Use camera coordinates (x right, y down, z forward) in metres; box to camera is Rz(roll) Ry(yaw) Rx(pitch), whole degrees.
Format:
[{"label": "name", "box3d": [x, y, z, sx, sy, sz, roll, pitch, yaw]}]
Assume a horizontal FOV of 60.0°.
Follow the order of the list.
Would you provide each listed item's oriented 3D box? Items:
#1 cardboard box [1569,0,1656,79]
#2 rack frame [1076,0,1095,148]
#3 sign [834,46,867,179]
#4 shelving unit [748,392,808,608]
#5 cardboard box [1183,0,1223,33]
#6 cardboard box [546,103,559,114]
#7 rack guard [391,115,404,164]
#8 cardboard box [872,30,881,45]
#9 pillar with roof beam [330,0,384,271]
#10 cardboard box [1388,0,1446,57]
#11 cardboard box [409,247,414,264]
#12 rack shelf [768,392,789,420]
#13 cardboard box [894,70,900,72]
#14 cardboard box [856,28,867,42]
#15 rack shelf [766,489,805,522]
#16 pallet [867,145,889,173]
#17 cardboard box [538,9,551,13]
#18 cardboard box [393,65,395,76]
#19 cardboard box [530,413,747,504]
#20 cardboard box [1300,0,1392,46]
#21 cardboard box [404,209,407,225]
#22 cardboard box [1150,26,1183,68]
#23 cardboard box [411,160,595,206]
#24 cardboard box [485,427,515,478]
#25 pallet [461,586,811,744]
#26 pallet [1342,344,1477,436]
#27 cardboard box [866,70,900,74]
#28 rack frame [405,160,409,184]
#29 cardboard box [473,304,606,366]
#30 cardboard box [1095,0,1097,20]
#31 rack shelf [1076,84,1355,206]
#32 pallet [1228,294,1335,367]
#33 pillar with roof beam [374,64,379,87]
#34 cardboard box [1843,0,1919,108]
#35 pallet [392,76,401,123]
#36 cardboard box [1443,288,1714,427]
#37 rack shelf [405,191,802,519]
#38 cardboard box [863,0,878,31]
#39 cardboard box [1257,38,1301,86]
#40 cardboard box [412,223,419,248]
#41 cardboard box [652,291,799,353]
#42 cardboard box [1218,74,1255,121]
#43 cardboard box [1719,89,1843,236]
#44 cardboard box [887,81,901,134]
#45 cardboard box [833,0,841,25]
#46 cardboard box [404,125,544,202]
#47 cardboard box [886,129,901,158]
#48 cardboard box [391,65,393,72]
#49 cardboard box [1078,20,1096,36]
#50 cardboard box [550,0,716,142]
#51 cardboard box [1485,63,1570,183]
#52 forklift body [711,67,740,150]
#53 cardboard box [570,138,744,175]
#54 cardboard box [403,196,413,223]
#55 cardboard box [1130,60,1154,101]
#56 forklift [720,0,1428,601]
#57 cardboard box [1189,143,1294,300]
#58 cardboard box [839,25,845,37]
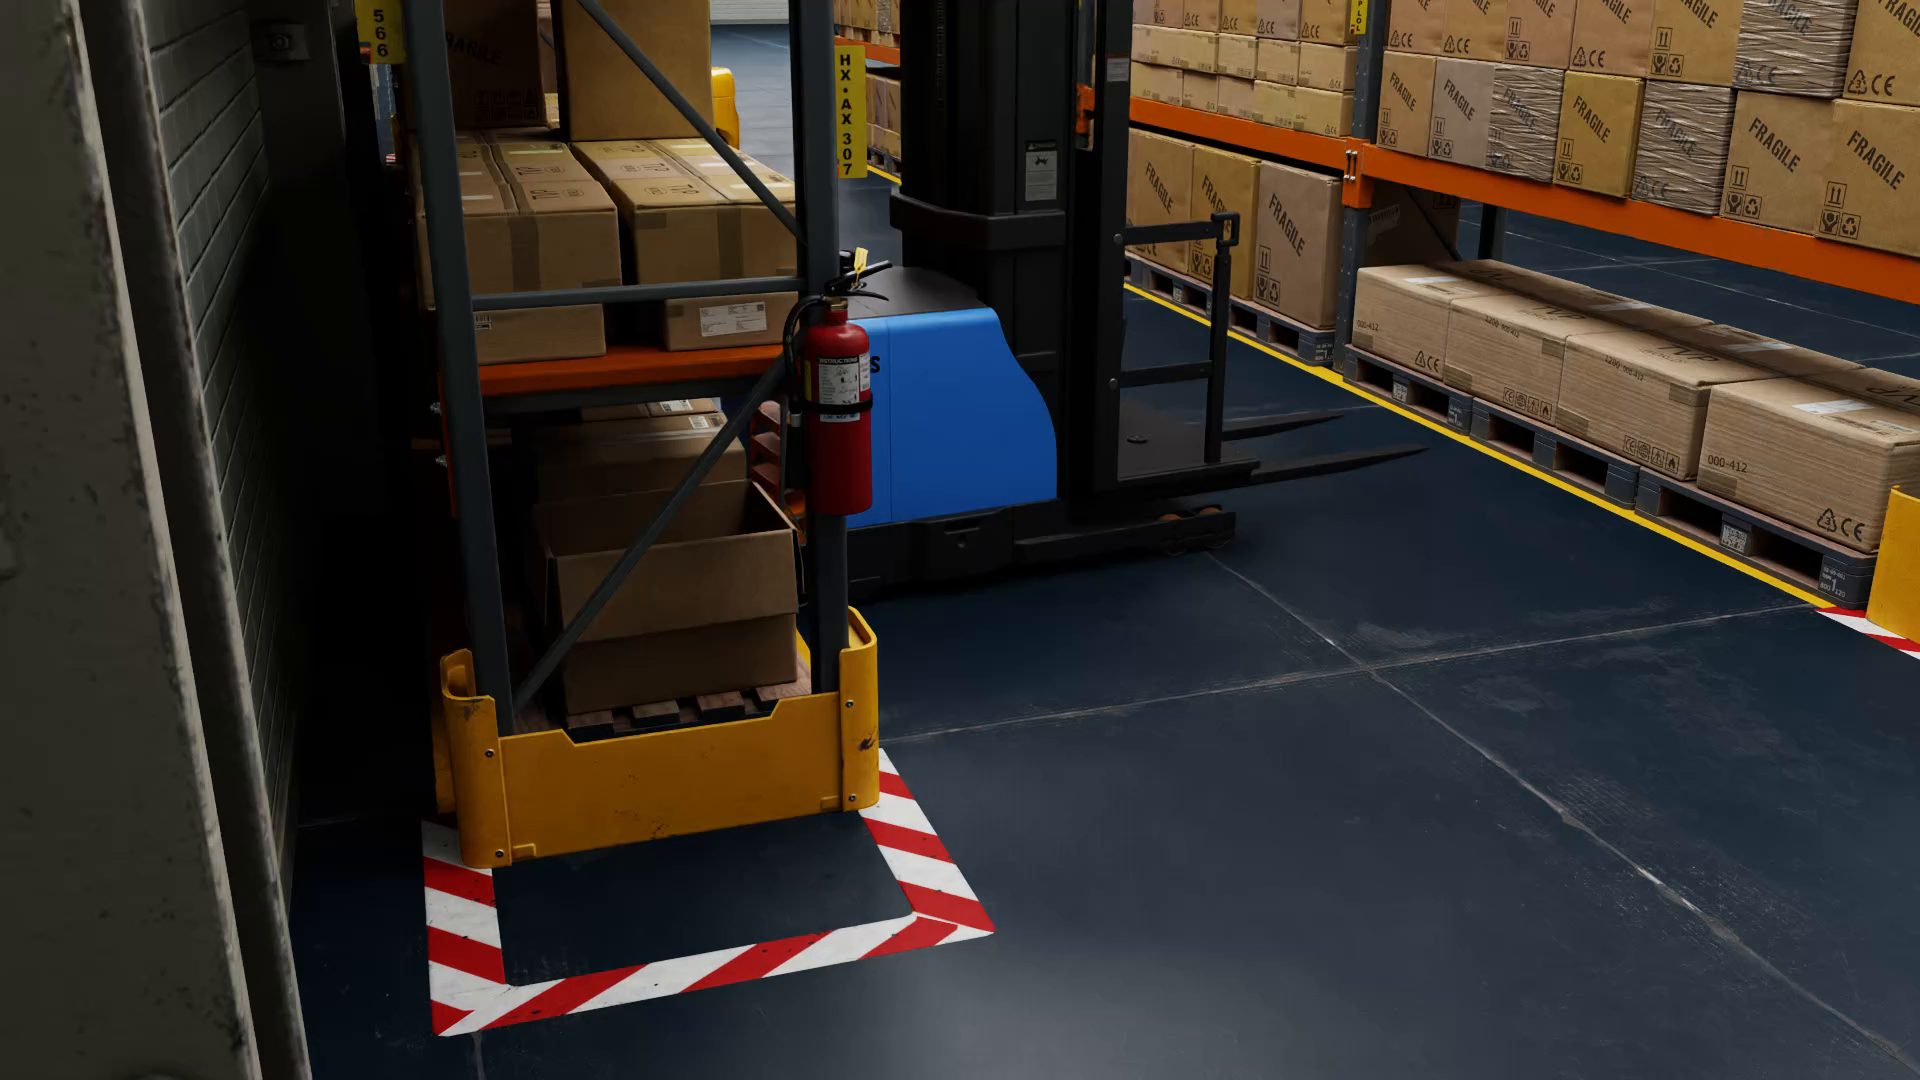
[{"label": "cardboard box", "box3d": [3.032, -2.277, 7.191, 0.500, 0.500, 0.500, -7, 21, -18]}, {"label": "rack frame", "box3d": [1.395, -3.712, 12.813, 1.000, 3.000, 0.127, -6, 21, -17]}, {"label": "sign", "box3d": [-0.286, -1.081, 4.208, 0.100, 0.325, 0.005, -6, 21, -17]}, {"label": "shelving unit", "box3d": [-0.582, -0.249, 5.806, 0.258, 1.200, 0.189, -20, 39, -35]}, {"label": "cardboard box", "box3d": [1.787, -3.557, 10.755, 0.500, 0.500, 0.500, -6, 21, -16]}, {"label": "cardboard box", "box3d": [-1.495, -1.672, 6.917, 0.500, 0.250, 0.500, -6, 21, -17]}, {"label": "rack guard", "box3d": [-5.838, -4.582, 18.933, 1.175, 0.500, 0.348, -6, 21, -17]}, {"label": "cardboard box", "box3d": [-0.742, -5.438, 17.990, 0.380, 0.149, 0.250, -6, 21, -17]}, {"label": "pillar with roof beam", "box3d": [-0.494, -6.787, 12.499, 9.100, 9.000, 0.400, -6, 21, -17]}, {"label": "cardboard box", "box3d": [2.572, -2.767, 8.556, 0.500, 0.500, 0.500, -6, 21, -17]}, {"label": "cardboard box", "box3d": [-2.806, -1.377, 9.390, 0.500, 0.500, 0.500, -7, 21, -20]}, {"label": "rack shelf", "box3d": [-0.557, -0.518, 5.644, 0.258, 0.103, 0.180, -20, 39, -35]}, {"label": "cardboard box", "box3d": [-0.453, -5.139, 19.124, 0.500, 0.500, 0.500, -6, 21, -15]}, {"label": "cardboard box", "box3d": [-0.960, -5.691, 18.694, 0.380, 0.149, 0.250, -6, 21, -16]}, {"label": "rack shelf", "box3d": [-0.594, -0.108, 5.891, 0.258, 0.103, 0.180, -20, 39, -35]}, {"label": "pallet", "box3d": [-0.494, -4.287, 18.540, 1.003, 0.211, 1.213, -6, 21, -17]}, {"label": "cardboard box", "box3d": [-2.161, -2.489, 8.641, 0.700, 0.500, 0.500, -6, 21, -17]}, {"label": "cardboard box", "box3d": [-3.867, -3.393, 12.146, 0.500, 0.250, 0.500, -7, 21, -18]}, {"label": "cardboard box", "box3d": [-1.135, -0.122, 5.895, 0.700, 0.500, 0.500, -6, 20, -15]}, {"label": "cardboard box", "box3d": [2.274, -3.062, 9.378, 0.500, 0.500, 0.500, -6, 21, -15]}, {"label": "cardboard box", "box3d": [-3.314, -1.880, 10.789, 0.500, 0.500, 0.500, -6, 21, -17]}, {"label": "cardboard box", "box3d": [1.626, -3.360, 11.317, 0.500, 0.250, 0.500, -6, 21, -17]}, {"label": "cardboard box", "box3d": [-1.359, -0.970, 4.962, 0.500, 0.250, 0.500, -6, 21, -17]}, {"label": "cardboard box", "box3d": [-1.939, -0.379, 7.131, 0.380, 0.149, 0.250, -7, 21, -18]}, {"label": "pallet", "box3d": [-1.077, 0.416, 5.445, 1.003, 0.211, 1.213, -6, 21, -17]}, {"label": "pallet", "box3d": [2.817, -0.863, 9.008, 1.003, 0.211, 1.213, -6, 21, -17]}, {"label": "cardboard box", "box3d": [-0.952, -5.072, 18.938, 0.500, 0.500, 0.500, -7, 21, -19]}, {"label": "rack frame", "box3d": [-4.573, -4.467, 14.915, 1.000, 3.000, 0.127, -6, 21, -17]}, {"label": "cardboard box", "box3d": [-1.160, -0.576, 4.453, 0.380, 0.149, 0.250, -7, 21, -18]}, {"label": "cardboard box", "box3d": [1.318, -4.045, 12.114, 0.500, 0.500, 0.500, -7, 21, -19]}, {"label": "rack shelf", "box3d": [2.024, -2.731, 11.148, 1.077, 0.370, 4.000, -6, 21, -17]}, {"label": "pallet", "box3d": [2.338, -1.355, 10.378, 1.003, 0.211, 1.213, -6, 21, -17]}, {"label": "pillar with roof beam", "box3d": [-6.152, -12.563, 28.581, 9.100, 9.000, 0.400, -6, 21, -17]}, {"label": "cardboard box", "box3d": [3.532, -1.792, 5.840, 0.500, 0.500, 0.500, -6, 21, -15]}, {"label": "pallet", "box3d": [-3.036, -2.883, 10.789, 1.213, 0.211, 1.003, -6, 21, -17]}, {"label": "cardboard box", "box3d": [3.030, -0.920, 8.209, 0.875, 0.438, 0.875, -7, 21, -19]}, {"label": "rack shelf", "box3d": [-1.430, -0.919, 6.102, 1.077, 0.370, 4.000, -6, 21, -17]}, {"label": "cardboard box", "box3d": [-0.739, -5.793, 18.019, 0.500, 0.500, 0.500, -7, 21, -18]}, {"label": "cardboard box", "box3d": [2.119, -2.868, 9.946, 0.500, 0.250, 0.500, -6, 21, -16]}, {"label": "cardboard box", "box3d": [-1.633, -0.983, 5.587, 0.380, 0.149, 0.250, -6, 21, -17]}, {"label": "cardboard box", "box3d": [-0.644, -0.632, 4.611, 0.380, 0.149, 0.250, -7, 21, -18]}, {"label": "cardboard box", "box3d": [1.973, -2.802, 10.503, 0.500, 0.250, 0.500, -7, 21, -19]}, {"label": "cardboard box", "box3d": [3.363, -1.481, 6.454, 0.500, 0.500, 0.500, -7, 21, -18]}, {"label": "cardboard box", "box3d": [-0.464, -4.576, 17.557, 0.500, 0.500, 0.500, -6, 21, -16]}, {"label": "cardboard box", "box3d": [-1.234, -6.285, 19.388, 0.500, 0.500, 0.500, -7, 21, -18]}, {"label": "cardboard box", "box3d": [-1.835, -1.455, 6.313, 0.500, 0.250, 0.500, -6, 21, -16]}, {"label": "cardboard box", "box3d": [-0.480, -4.230, 17.702, 0.500, 0.250, 0.500, -7, 21, -19]}, {"label": "cardboard box", "box3d": [-4.675, -4.208, 14.415, 0.500, 0.250, 0.500, -6, 21, -16]}, {"label": "cardboard box", "box3d": [0.989, -4.213, 12.999, 0.500, 0.500, 0.500, -7, 21, -19]}, {"label": "cardboard box", "box3d": [-1.160, -1.694, 5.867, 0.500, 0.500, 0.500, -6, 21, -16]}, {"label": "cardboard box", "box3d": [2.856, -1.975, 7.829, 0.500, 0.500, 0.500, -6, 21, -17]}, {"label": "forklift body", "box3d": [-3.502, -4.936, 17.478, 2.313, 2.155, 1.214, -6, 21, -17]}, {"label": "cardboard box", "box3d": [-1.009, -1.184, 5.556, 0.500, 0.250, 0.500, -7, 21, -18]}, {"label": "cardboard box", "box3d": [-3.238, -2.053, 10.311, 0.380, 0.149, 0.250, -7, 21, -20]}, {"label": "cardboard box", "box3d": [1.488, -3.294, 11.873, 0.500, 0.250, 0.500, -7, 21, -19]}, {"label": "forklift", "box3d": [0.573, -1.468, 6.668, 3.031, 2.935, 1.130, -9, 22, -23]}, {"label": "cardboard box", "box3d": [2.090, -2.105, 10.862, 0.875, 0.875, 0.875, -6, 21, -16]}, {"label": "cardboard box", "box3d": [-1.209, -6.030, 19.638, 0.380, 0.149, 0.250, -6, 21, -17]}]
